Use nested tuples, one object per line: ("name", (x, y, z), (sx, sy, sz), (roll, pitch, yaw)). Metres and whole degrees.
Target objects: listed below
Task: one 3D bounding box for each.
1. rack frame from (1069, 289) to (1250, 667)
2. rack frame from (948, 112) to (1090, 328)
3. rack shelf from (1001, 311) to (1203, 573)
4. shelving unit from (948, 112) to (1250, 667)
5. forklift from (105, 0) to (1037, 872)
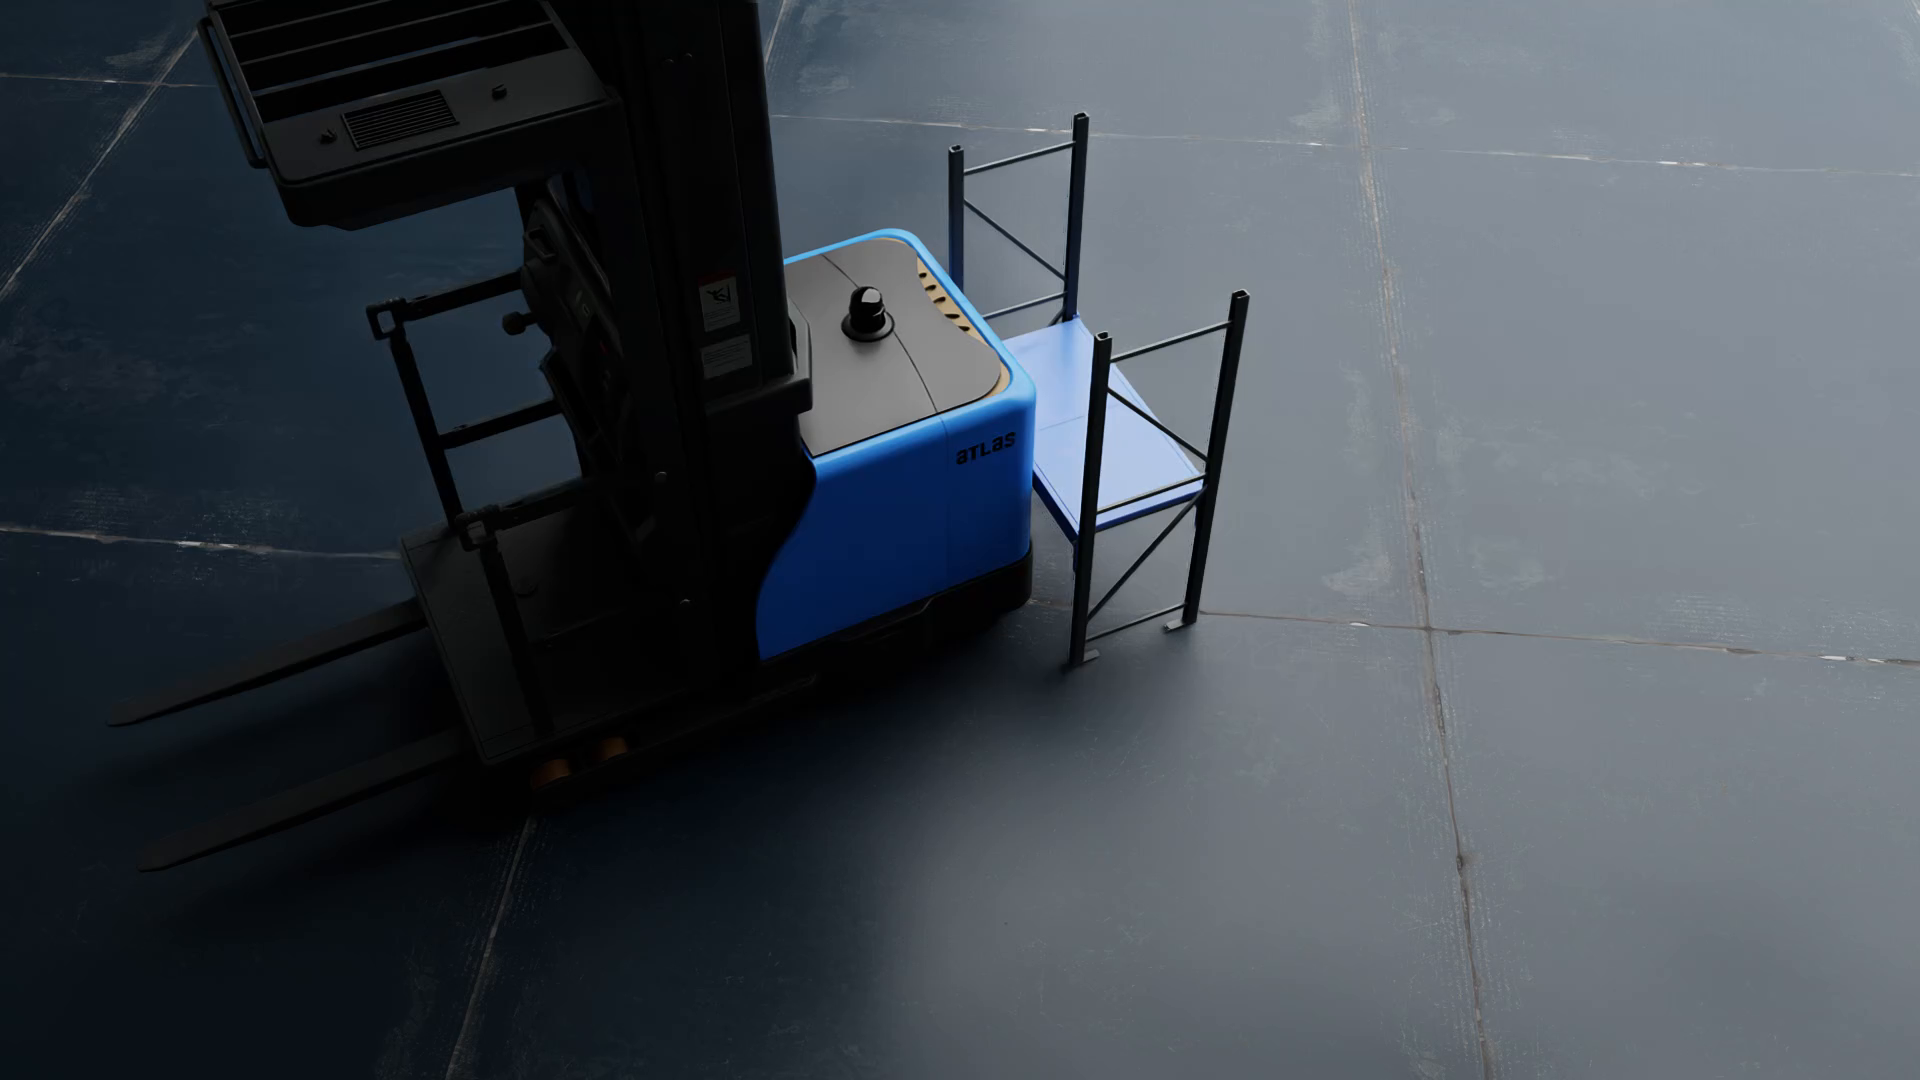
("rack frame", (0.617, -0.147, 5.368), (0.500, 1.500, 0.032), (-19, 50, -16))
("rack frame", (0.195, -0.830, 5.992), (0.500, 1.500, 0.032), (-19, 50, -16))
("rack shelf", (0.406, -0.367, 5.813), (0.538, 0.185, 1.000), (-19, 50, -16))
("shelving unit", (0.406, -0.488, 5.680), (0.538, 1.500, 1.048), (-19, 50, -16))
("forklift", (-1.292, -0.564, 4.779), (3.031, 2.935, 1.130), (-21, 51, -18))
